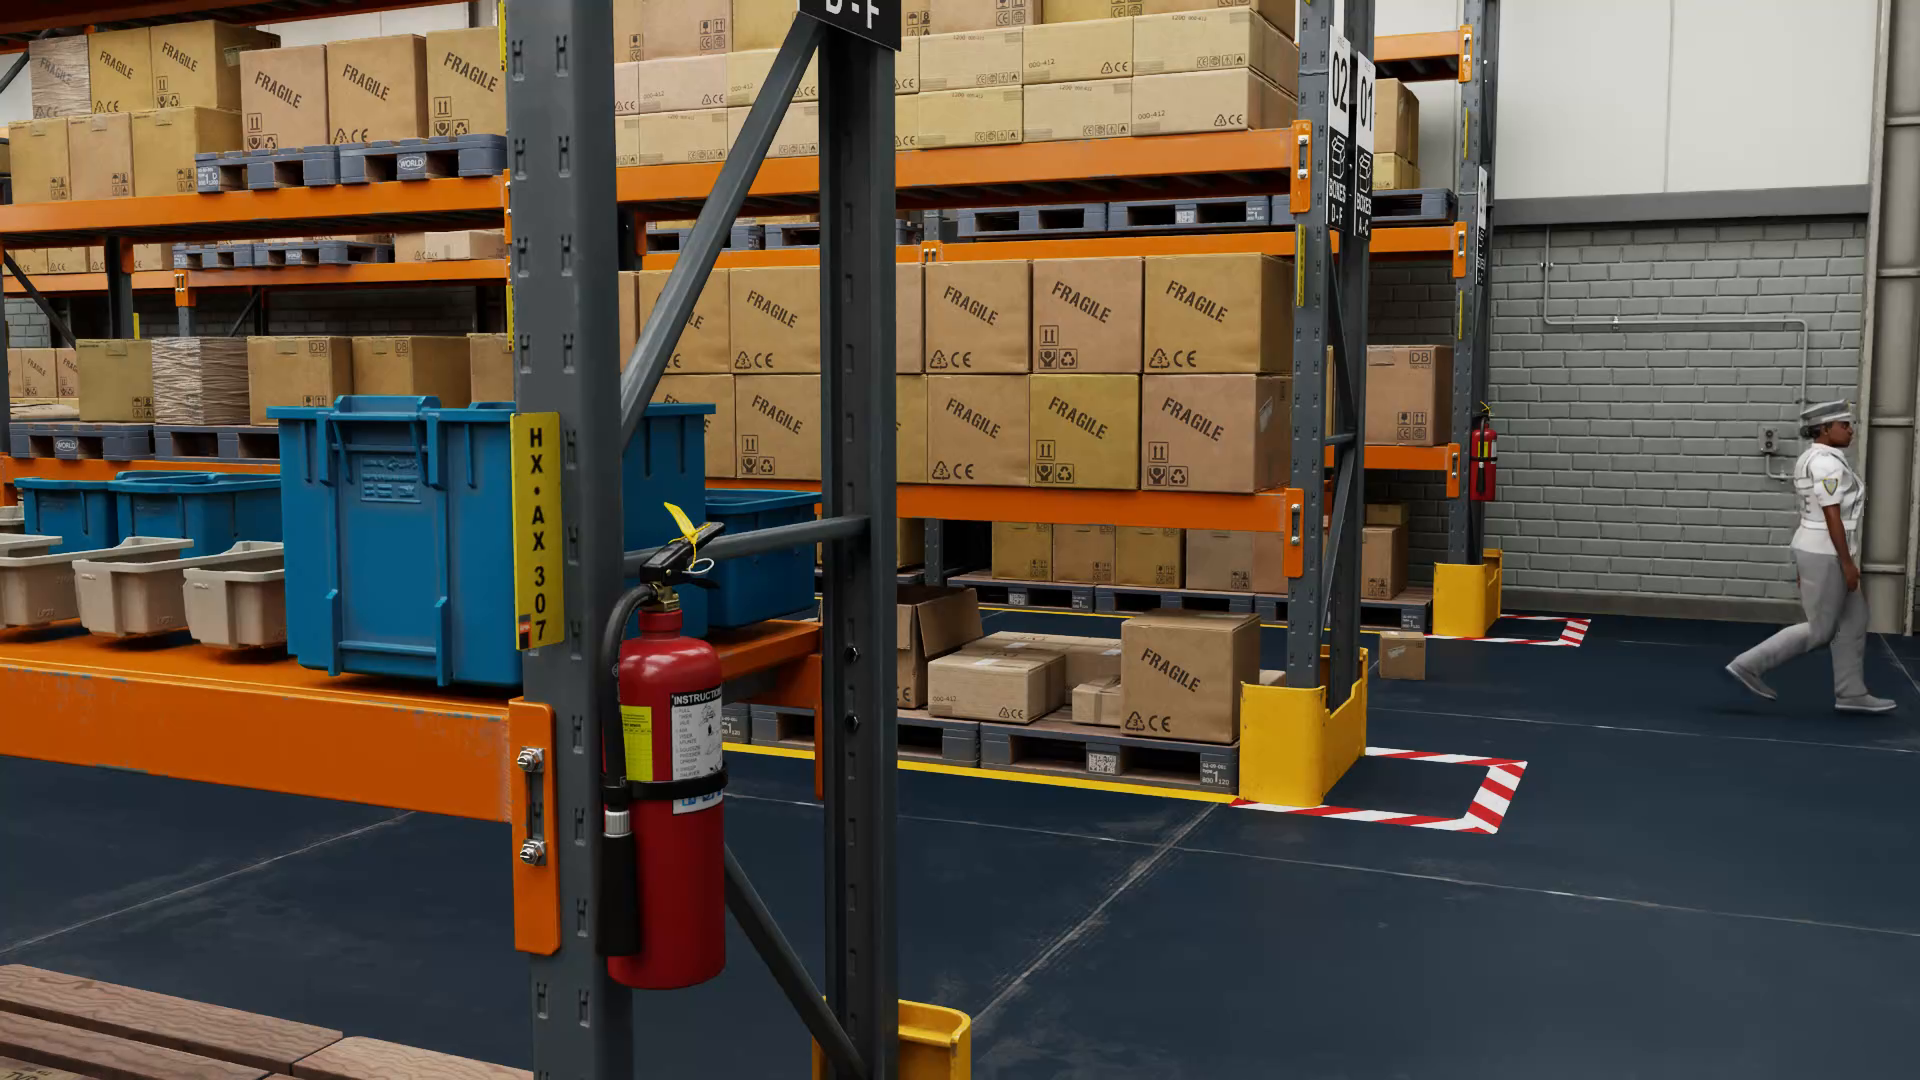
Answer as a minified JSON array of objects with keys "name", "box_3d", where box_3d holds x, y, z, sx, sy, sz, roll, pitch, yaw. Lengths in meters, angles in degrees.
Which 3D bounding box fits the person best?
[{"name":"person","box_3d":[4.522,0.078,8.771,0.842,1.652,0.450,2,6,22]}]
